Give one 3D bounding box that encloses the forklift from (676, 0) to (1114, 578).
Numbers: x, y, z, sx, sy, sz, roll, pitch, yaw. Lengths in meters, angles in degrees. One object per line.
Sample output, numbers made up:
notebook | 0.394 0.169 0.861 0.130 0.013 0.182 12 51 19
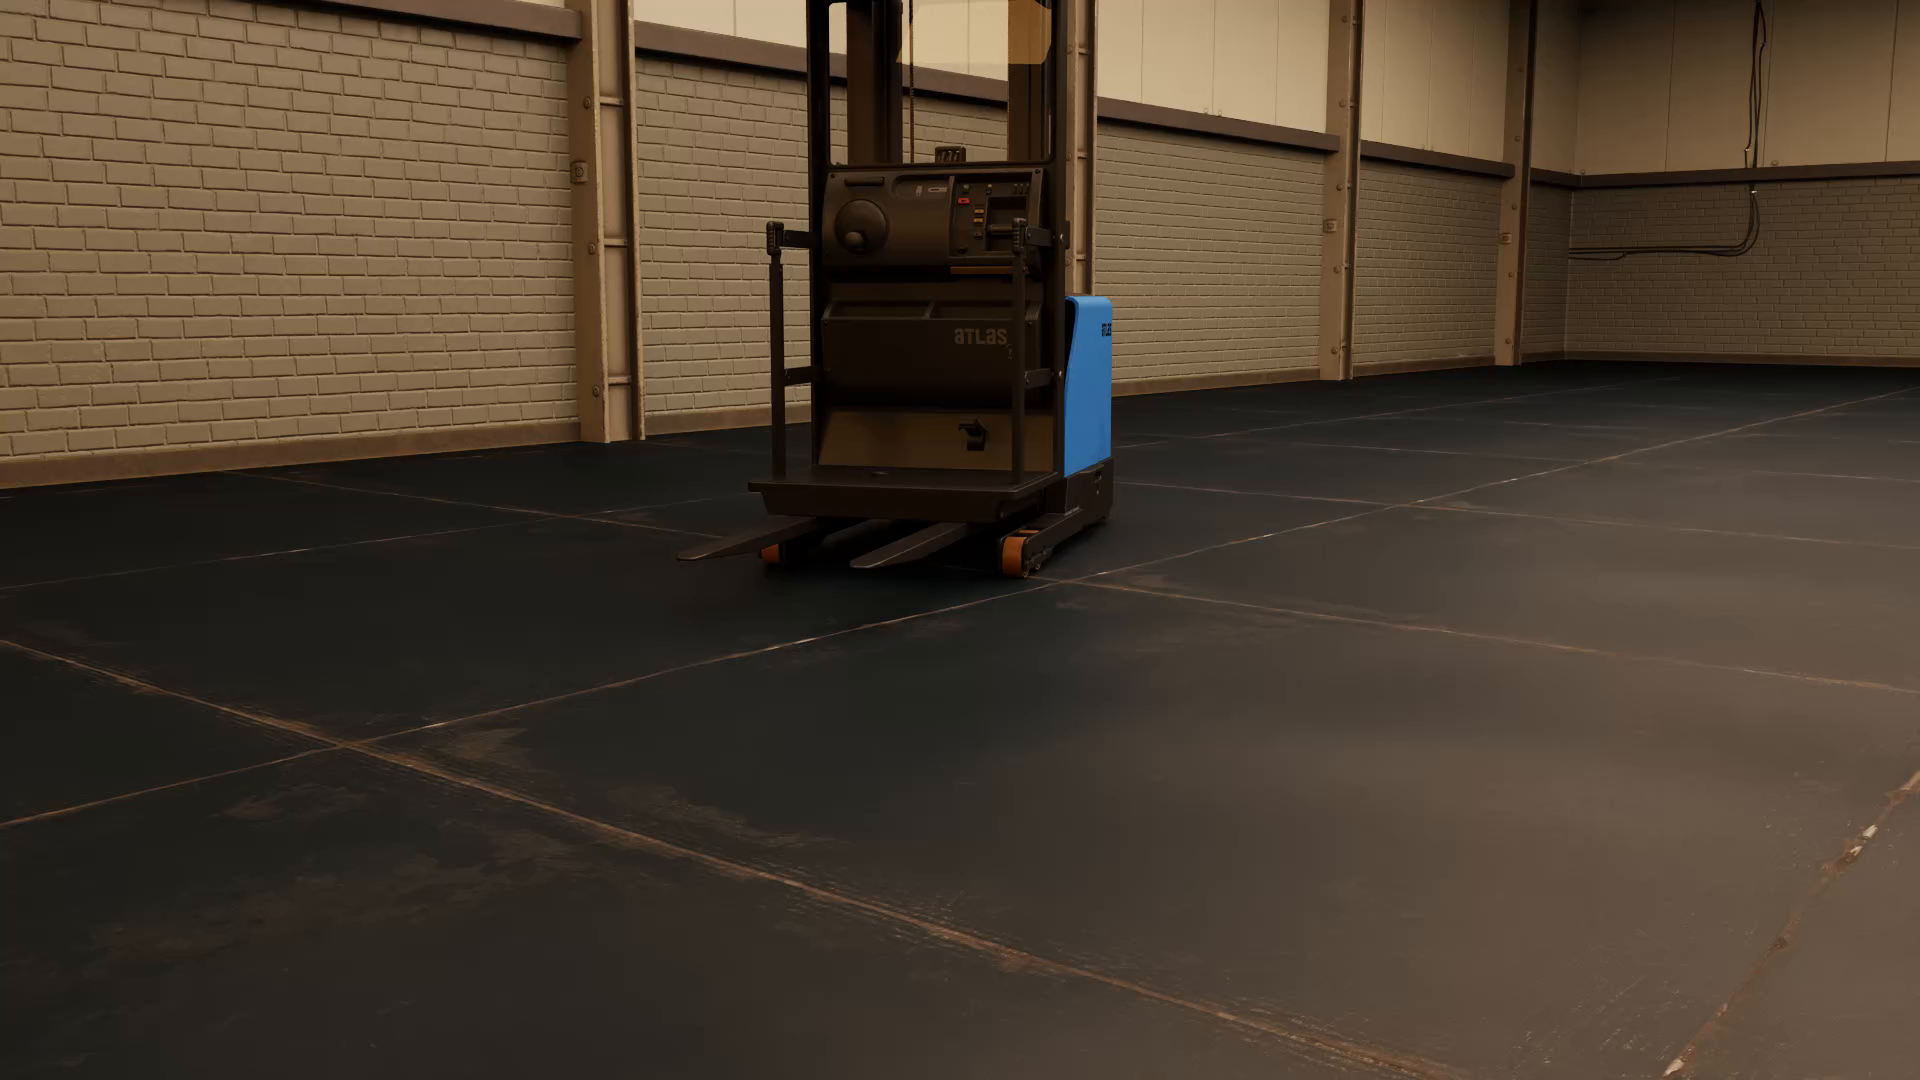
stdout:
forklift | -0.176 -1.366 6.616 1.130 2.935 3.031 3 9 17
